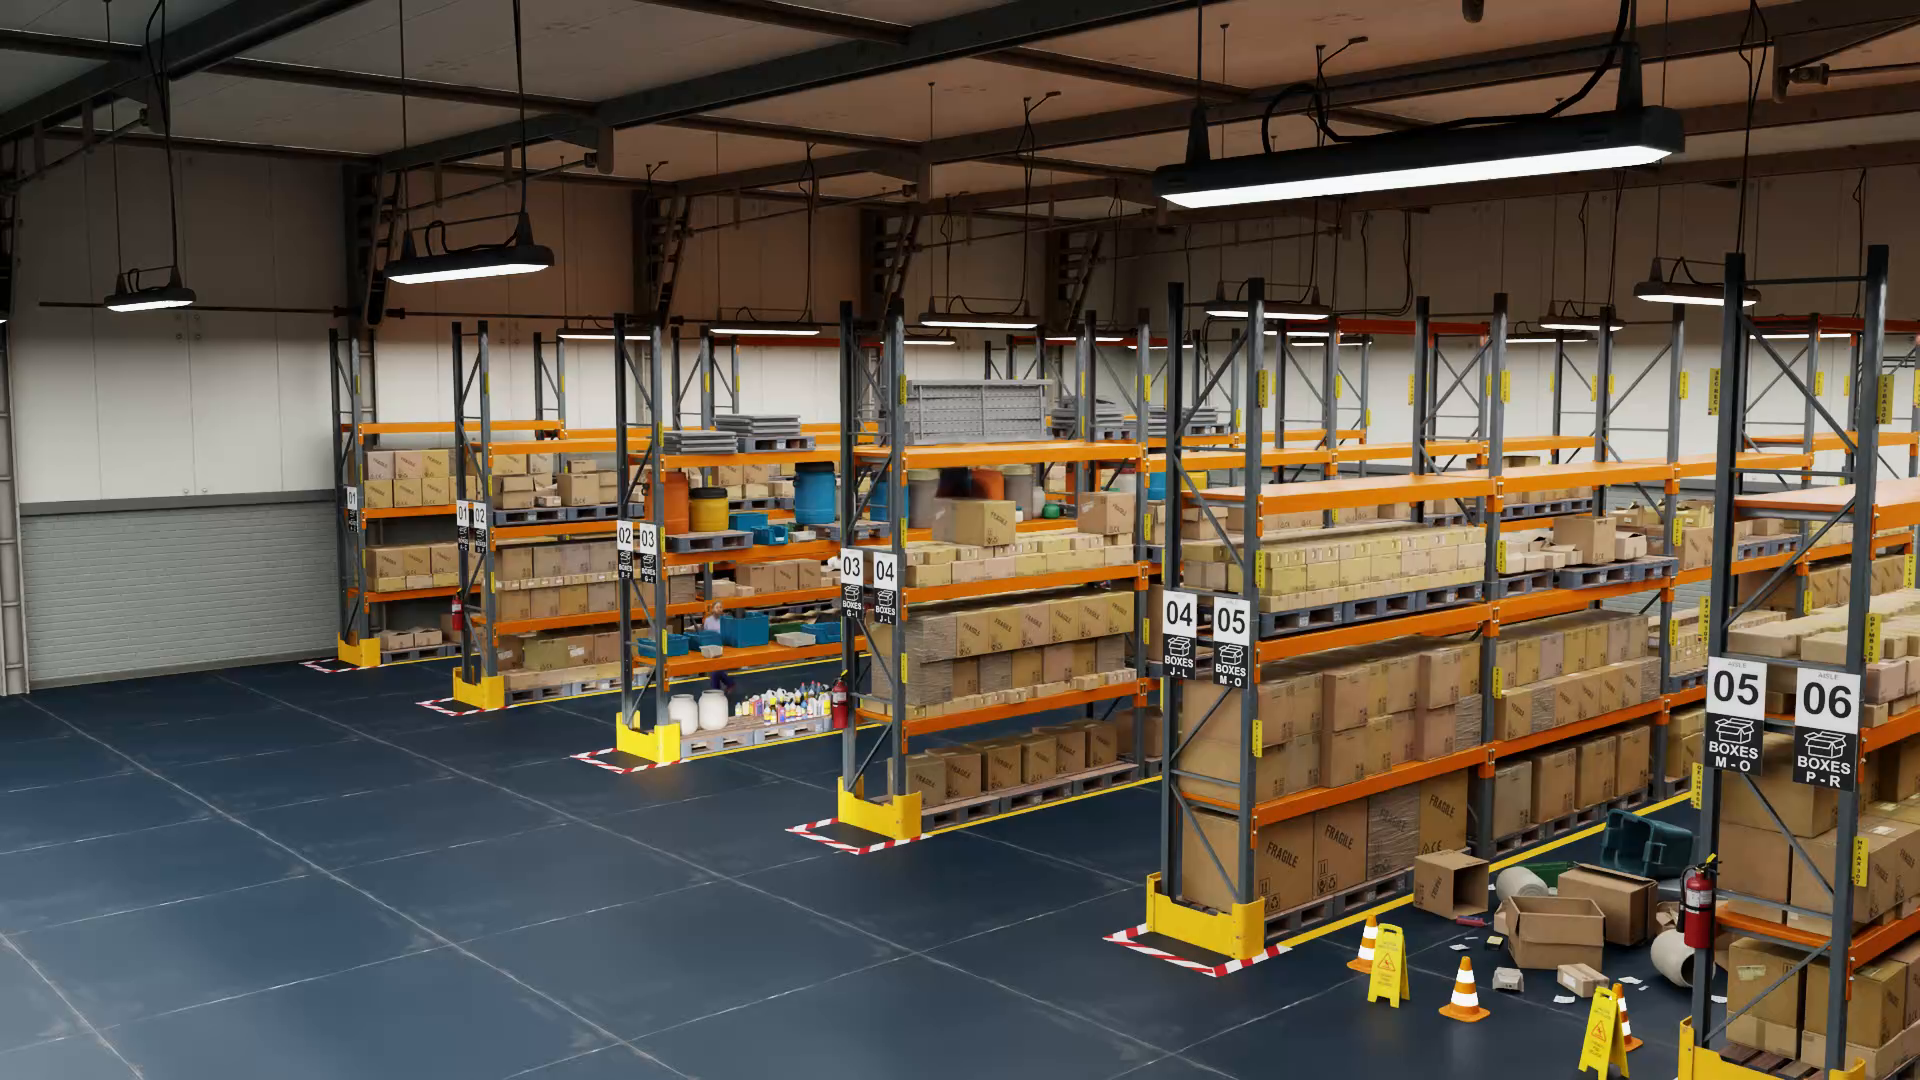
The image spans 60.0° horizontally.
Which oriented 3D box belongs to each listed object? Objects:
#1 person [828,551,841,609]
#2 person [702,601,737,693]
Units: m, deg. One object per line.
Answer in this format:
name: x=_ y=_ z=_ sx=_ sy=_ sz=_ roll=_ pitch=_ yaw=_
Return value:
person: x=-2.394 y=0.945 z=33.826 sx=0.595 sy=1.768 sz=0.493 roll=-4 pitch=7 yaw=-35
person: x=-3.809 y=1.753 z=26.421 sx=0.464 sy=1.591 sz=0.898 roll=4 pitch=7 yaw=34
